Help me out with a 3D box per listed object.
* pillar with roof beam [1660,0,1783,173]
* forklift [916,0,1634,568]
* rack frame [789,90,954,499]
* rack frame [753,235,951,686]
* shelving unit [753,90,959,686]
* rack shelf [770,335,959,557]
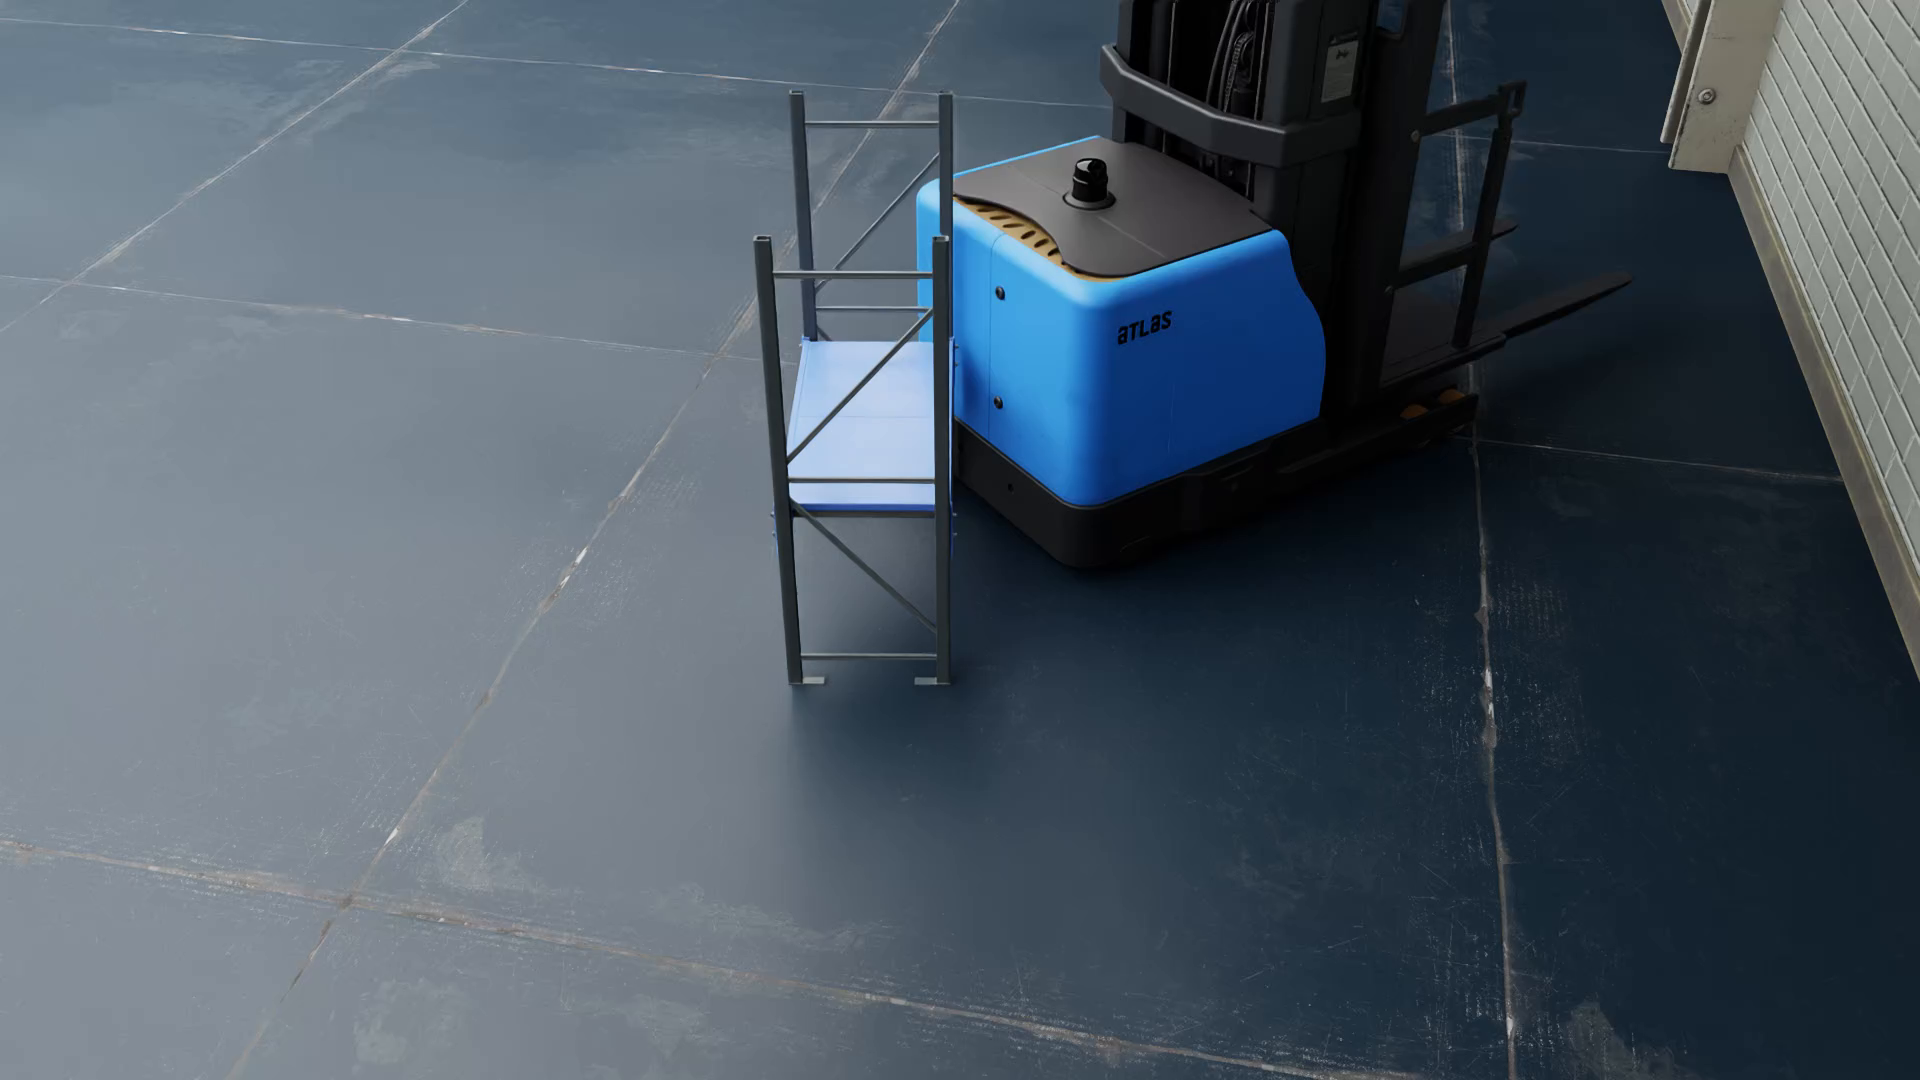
[{"bbox_3d":[-0.466,-6.134,6.545,9.100,9.000,0.400,7,37,10],"label":"pillar with roof beam"},{"bbox_3d":[1.346,-1.761,5.683,3.031,2.935,1.130,-22,41,-27],"label":"forklift"},{"bbox_3d":[-0.273,-0.763,5.524,0.500,1.500,0.032,0,36,0],"label":"rack frame"},{"bbox_3d":[-0.279,-0.166,4.701,0.500,1.500,0.032,0,36,0],"label":"rack frame"},{"bbox_3d":[-0.276,-0.464,5.113,0.538,1.500,1.048,0,36,0],"label":"shelving unit"},{"bbox_3d":[-0.276,-0.319,5.218,0.538,0.185,1.000,0,36,0],"label":"rack shelf"}]
